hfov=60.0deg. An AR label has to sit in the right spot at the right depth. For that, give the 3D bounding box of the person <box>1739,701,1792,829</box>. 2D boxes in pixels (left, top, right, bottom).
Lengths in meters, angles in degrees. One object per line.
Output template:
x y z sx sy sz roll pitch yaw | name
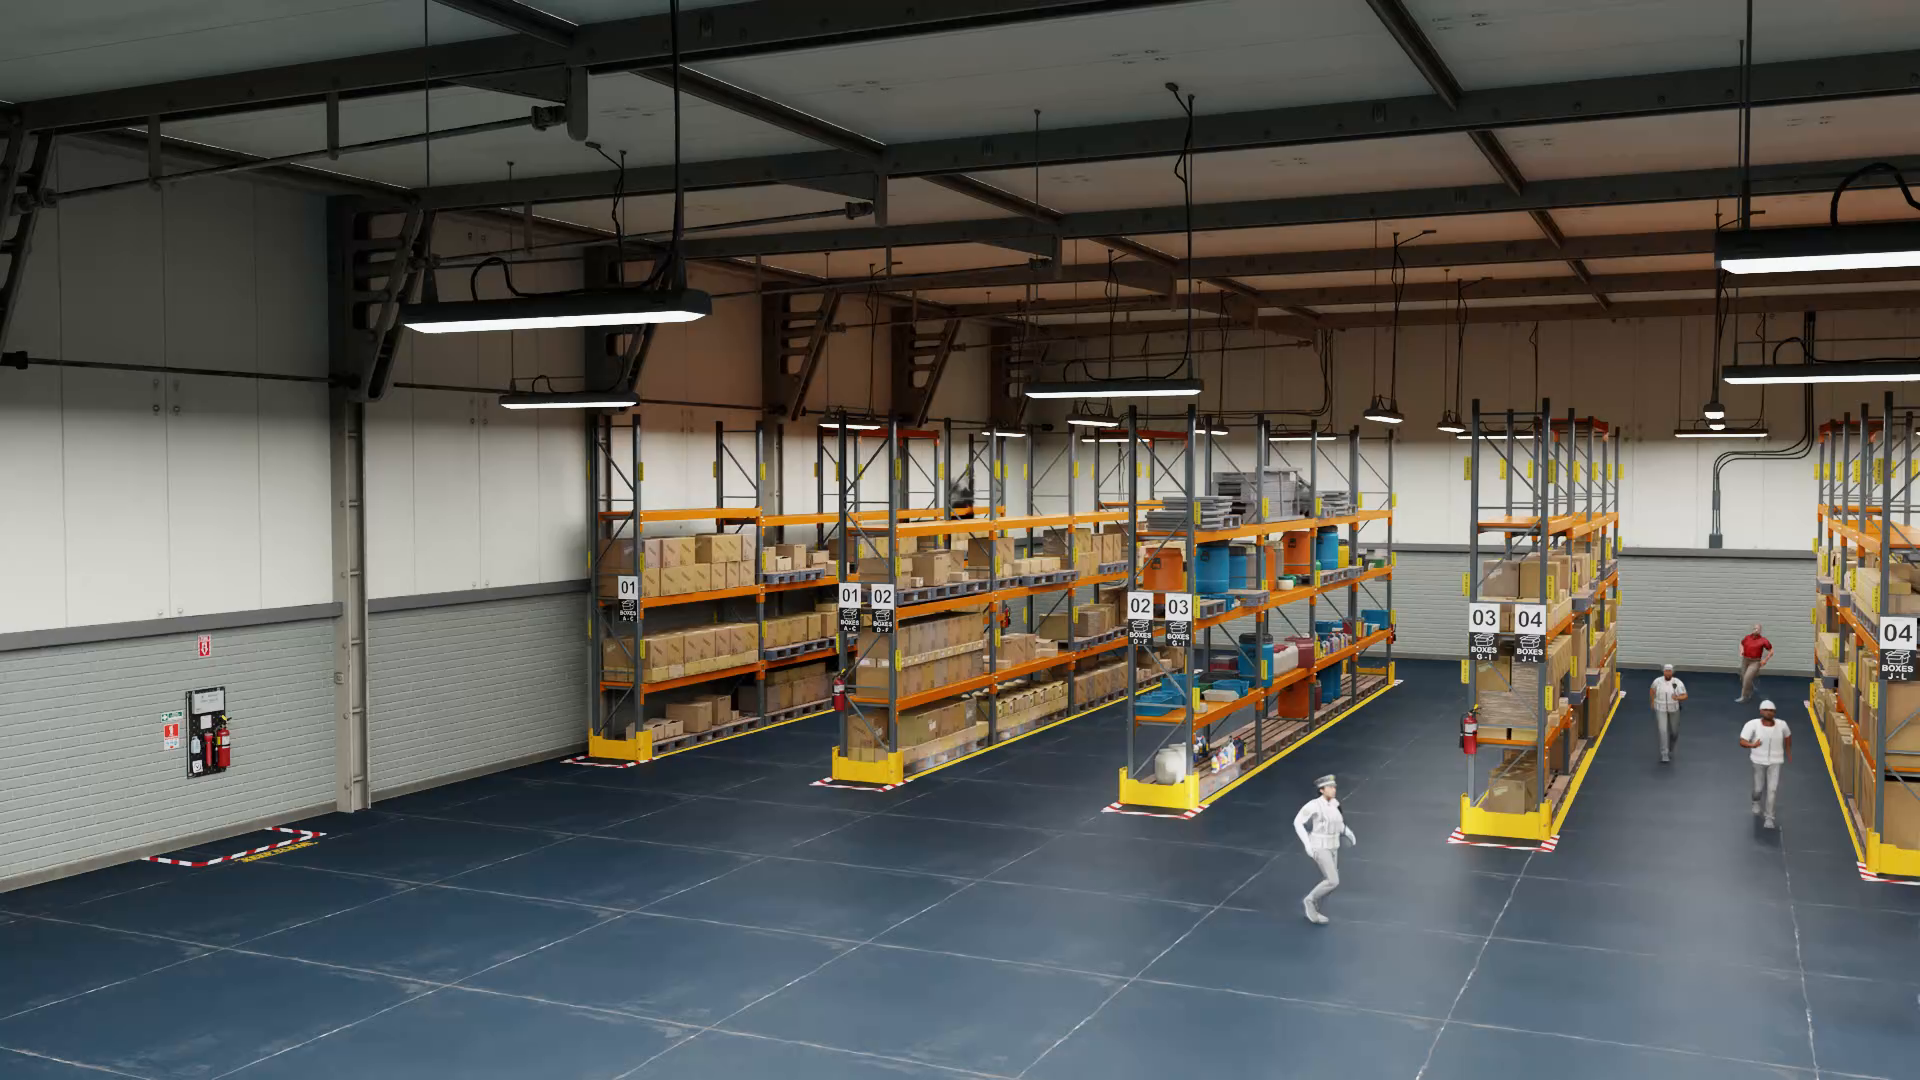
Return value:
11.376 3.130 23.475 0.702 1.747 0.929 1 2 18 | person

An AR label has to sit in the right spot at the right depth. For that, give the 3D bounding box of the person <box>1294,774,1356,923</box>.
4.068 3.409 18.349 0.623 1.662 0.560 -2 3 -41 | person

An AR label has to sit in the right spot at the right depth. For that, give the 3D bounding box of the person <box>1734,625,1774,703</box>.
17.196 2.676 36.019 0.805 1.692 0.721 -2 3 -35 | person

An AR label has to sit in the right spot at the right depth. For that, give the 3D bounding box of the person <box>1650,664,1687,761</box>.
12.301 2.968 28.886 0.607 1.650 0.906 1 3 24 | person
